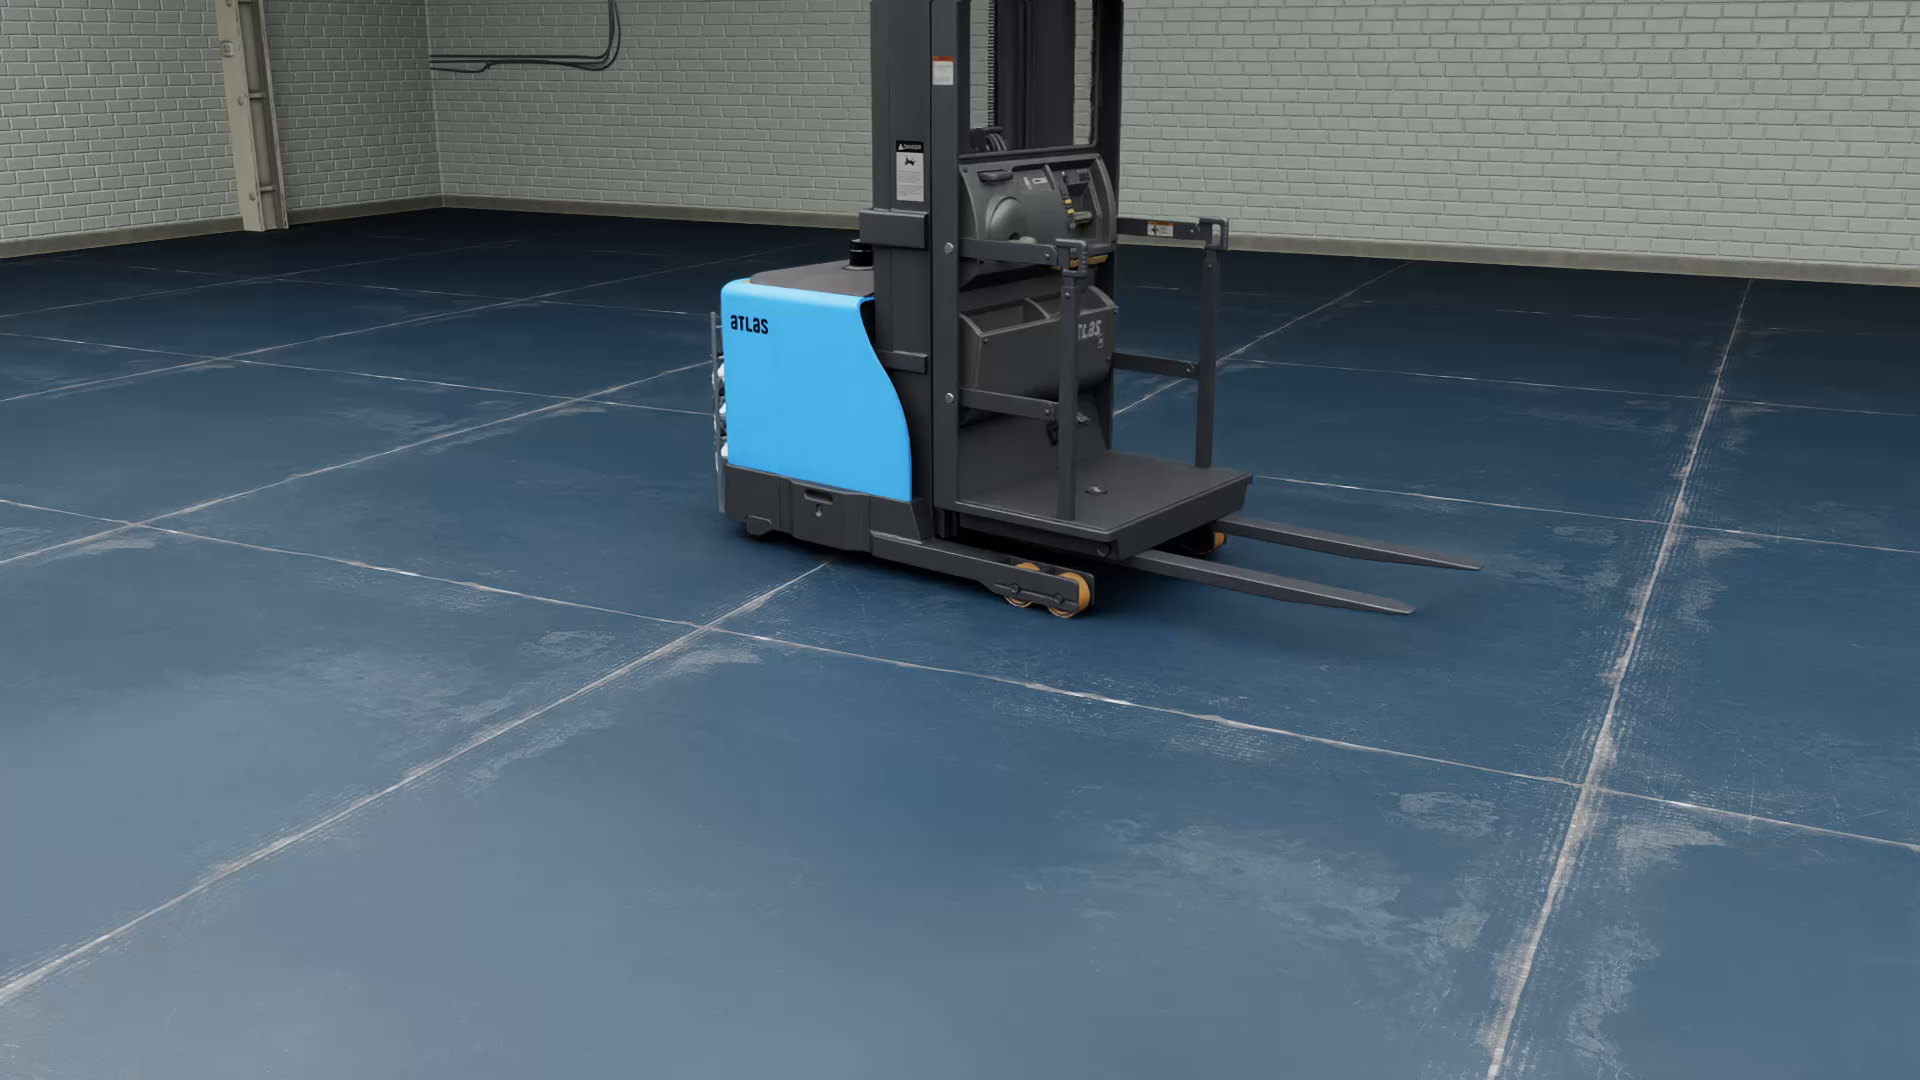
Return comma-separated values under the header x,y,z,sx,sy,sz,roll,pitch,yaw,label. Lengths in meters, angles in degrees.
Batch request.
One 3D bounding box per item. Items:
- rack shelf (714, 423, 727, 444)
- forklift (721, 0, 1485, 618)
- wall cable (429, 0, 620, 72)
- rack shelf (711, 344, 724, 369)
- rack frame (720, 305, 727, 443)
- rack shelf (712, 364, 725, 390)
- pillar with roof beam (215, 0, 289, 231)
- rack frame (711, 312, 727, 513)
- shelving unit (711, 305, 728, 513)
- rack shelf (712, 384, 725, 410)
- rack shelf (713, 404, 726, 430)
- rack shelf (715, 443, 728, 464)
x,y,z,sx,sy,sz,roll,pitch,yaw,label
-0.950,-0.461,7.430,0.258,0.077,0.200,1,17,3,rack shelf
0.475,-1.290,6.219,3.031,2.935,1.130,12,21,36,forklift
-5.418,-6.953,20.083,3.097,2.526,0.112,8,18,25,wall cable
-0.950,-0.806,7.328,0.258,0.077,0.200,1,17,3,rack shelf
-0.944,-0.608,7.492,0.240,0.900,0.006,1,17,3,rack frame
-0.950,-0.720,7.353,0.258,0.077,0.200,1,17,3,rack shelf
-4.066,-7.312,15.837,9.100,9.000,0.400,8,18,25,pillar with roof beam
-0.956,-0.551,7.298,0.240,0.900,0.006,1,17,3,rack frame
-0.950,-0.580,7.395,0.258,0.900,0.210,1,17,3,shelving unit
-0.950,-0.634,7.379,0.258,0.077,0.200,1,17,3,rack shelf
-0.950,-0.548,7.405,0.258,0.077,0.200,1,17,3,rack shelf
-0.950,-0.375,7.456,0.258,0.077,0.200,1,17,3,rack shelf
